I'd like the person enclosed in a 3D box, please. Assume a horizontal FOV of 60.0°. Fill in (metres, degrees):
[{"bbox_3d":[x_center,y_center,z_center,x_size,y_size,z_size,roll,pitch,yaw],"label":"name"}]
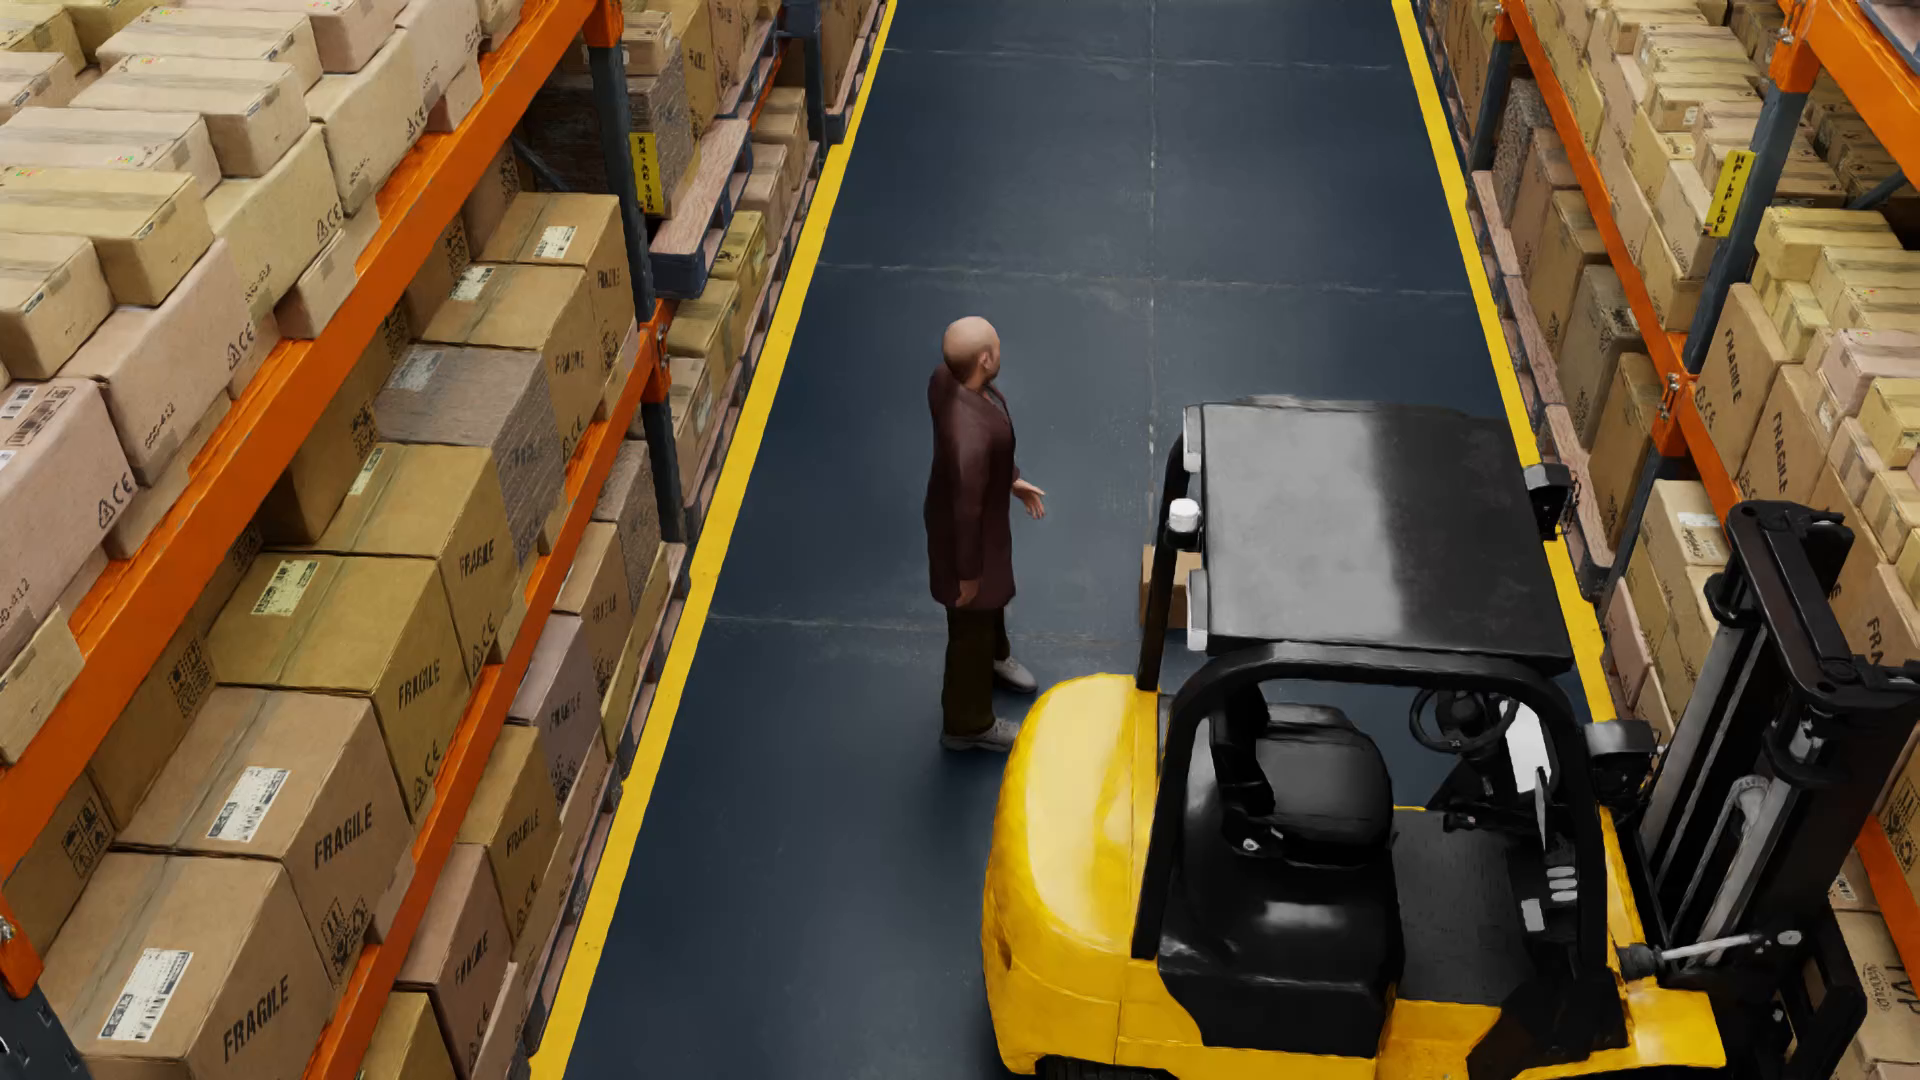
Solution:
[{"bbox_3d":[0.105,0.004,6.250,0.461,1.662,0.628,-5,40,-6],"label":"person"}]
